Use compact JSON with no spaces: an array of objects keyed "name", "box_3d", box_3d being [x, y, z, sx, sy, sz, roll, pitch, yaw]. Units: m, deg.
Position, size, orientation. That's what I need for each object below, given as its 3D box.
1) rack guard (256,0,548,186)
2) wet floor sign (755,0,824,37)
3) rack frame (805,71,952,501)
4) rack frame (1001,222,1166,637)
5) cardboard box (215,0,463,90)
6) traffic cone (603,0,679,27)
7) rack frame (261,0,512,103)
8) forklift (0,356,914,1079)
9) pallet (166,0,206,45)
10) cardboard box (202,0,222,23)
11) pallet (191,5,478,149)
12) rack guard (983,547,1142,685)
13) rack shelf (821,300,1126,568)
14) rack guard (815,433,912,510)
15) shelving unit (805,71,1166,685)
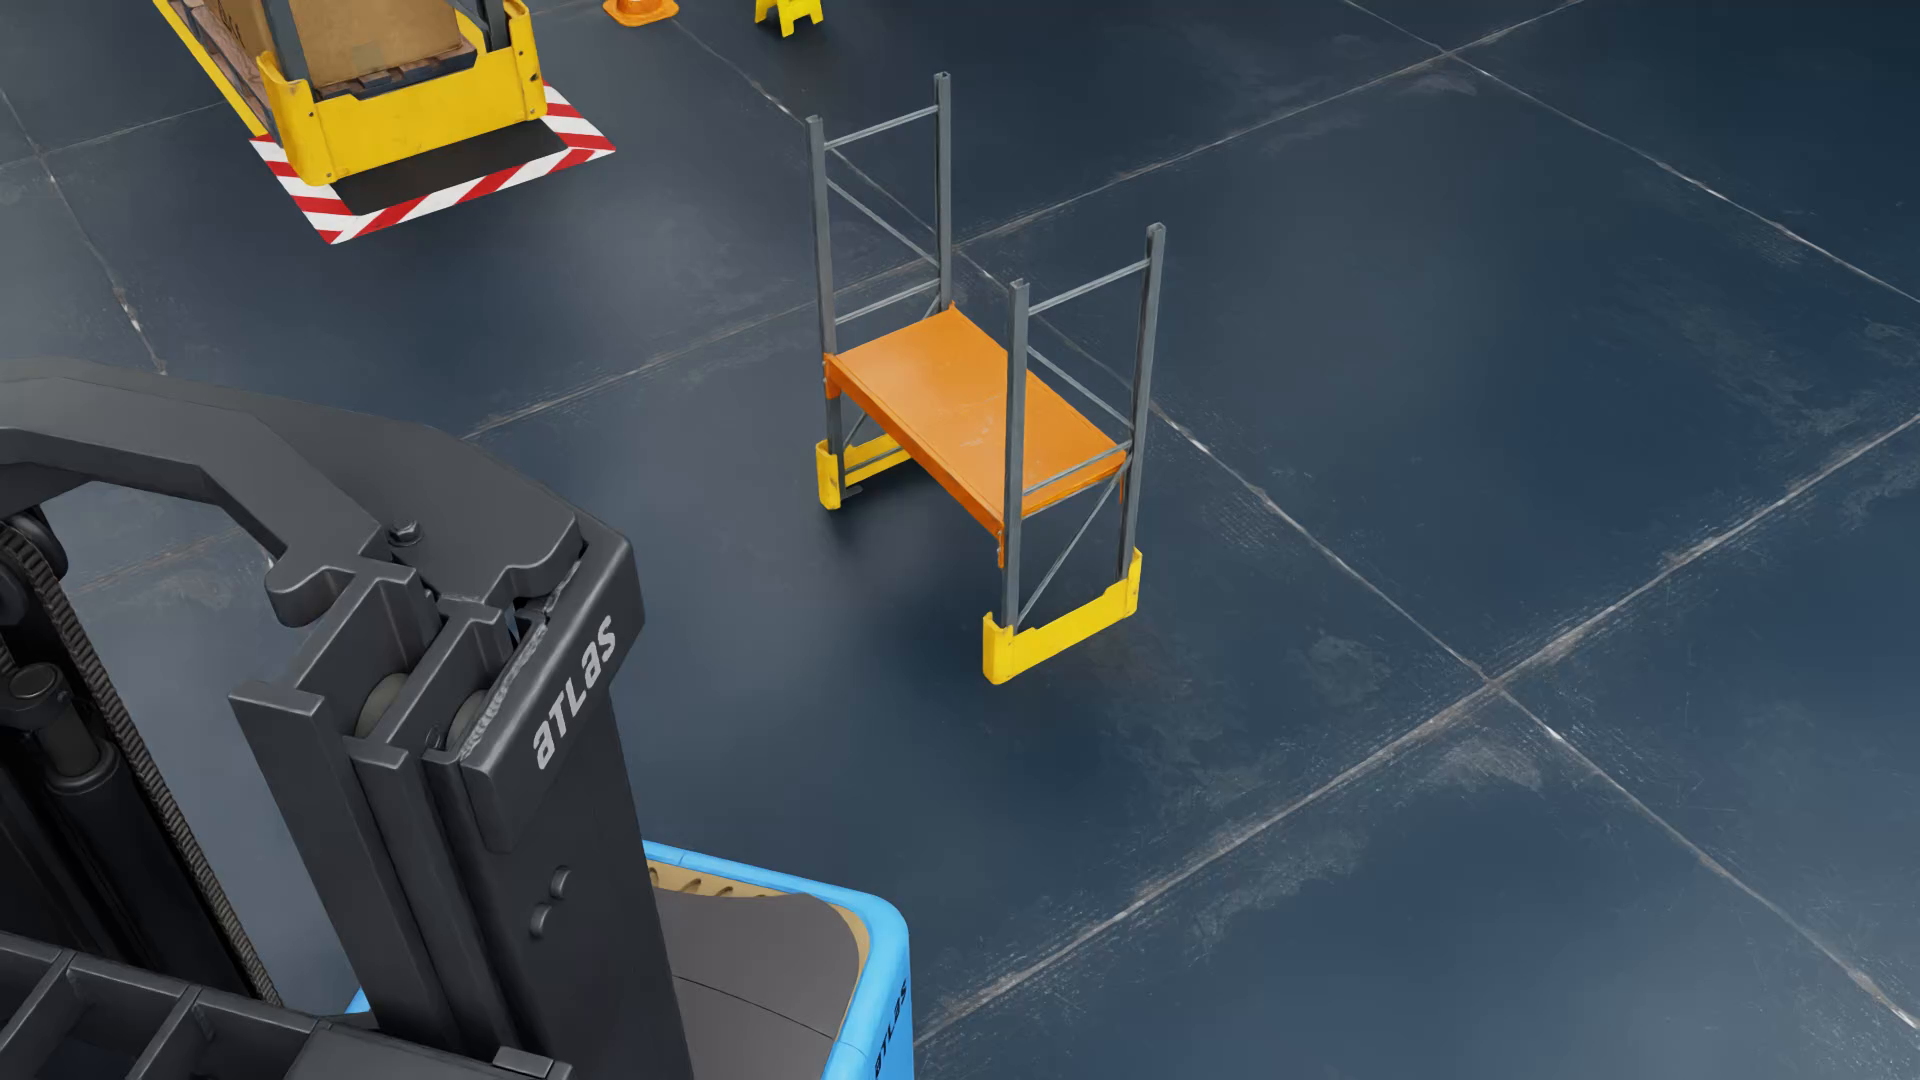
[{"name":"rack guard","box_3d":[-2.504,-2.065,7.551,1.175,0.500,0.348,-26,49,-24]},{"name":"wet floor sign","box_3d":[-0.877,-2.897,8.317,0.267,0.644,0.232,-35,53,-31]},{"name":"rack frame","box_3d":[-0.242,-0.782,5.483,0.500,1.500,0.032,-26,49,-24]},{"name":"rack frame","box_3d":[0.340,-0.206,4.880,0.500,1.500,0.032,-26,49,-24]},{"name":"cardboard box","box_3d":[-2.960,-2.724,7.665,0.875,0.875,0.875,-25,49,-24]},{"name":"traffic cone","box_3d":[-1.657,-2.927,8.480,0.336,0.463,0.334,-26,49,-24]},{"name":"rack frame","box_3d":[-2.518,-2.982,6.702,1.000,3.000,0.127,-26,49,-24]},{"name":"forklift","box_3d":[-0.979,1.354,2.209,1.130,2.935,3.031,11,45,11]},{"name":"pallet","box_3d":[-3.733,-3.086,8.830,1.003,0.211,1.213,-26,49,-24]},{"name":"cardboard box","box_3d":[-3.465,-3.221,8.187,0.875,0.875,0.875,-26,50,-25]},{"name":"pallet","box_3d":[-3.040,-2.396,8.107,1.003,0.211,1.213,-26,49,-24]},{"name":"rack guard","box_3d":[0.329,0.235,5.323,0.587,0.250,0.087,-26,49,-24]},{"name":"rack shelf","box_3d":[0.049,-0.364,5.306,0.538,0.185,1.000,-26,49,-24]},{"name":"rack guard","box_3d":[-0.241,-0.329,5.914,0.587,0.250,0.087,-26,49,-24]},{"name":"shelving unit","box_3d":[0.044,-0.499,5.187,0.587,1.500,1.083,-26,49,-24]}]
